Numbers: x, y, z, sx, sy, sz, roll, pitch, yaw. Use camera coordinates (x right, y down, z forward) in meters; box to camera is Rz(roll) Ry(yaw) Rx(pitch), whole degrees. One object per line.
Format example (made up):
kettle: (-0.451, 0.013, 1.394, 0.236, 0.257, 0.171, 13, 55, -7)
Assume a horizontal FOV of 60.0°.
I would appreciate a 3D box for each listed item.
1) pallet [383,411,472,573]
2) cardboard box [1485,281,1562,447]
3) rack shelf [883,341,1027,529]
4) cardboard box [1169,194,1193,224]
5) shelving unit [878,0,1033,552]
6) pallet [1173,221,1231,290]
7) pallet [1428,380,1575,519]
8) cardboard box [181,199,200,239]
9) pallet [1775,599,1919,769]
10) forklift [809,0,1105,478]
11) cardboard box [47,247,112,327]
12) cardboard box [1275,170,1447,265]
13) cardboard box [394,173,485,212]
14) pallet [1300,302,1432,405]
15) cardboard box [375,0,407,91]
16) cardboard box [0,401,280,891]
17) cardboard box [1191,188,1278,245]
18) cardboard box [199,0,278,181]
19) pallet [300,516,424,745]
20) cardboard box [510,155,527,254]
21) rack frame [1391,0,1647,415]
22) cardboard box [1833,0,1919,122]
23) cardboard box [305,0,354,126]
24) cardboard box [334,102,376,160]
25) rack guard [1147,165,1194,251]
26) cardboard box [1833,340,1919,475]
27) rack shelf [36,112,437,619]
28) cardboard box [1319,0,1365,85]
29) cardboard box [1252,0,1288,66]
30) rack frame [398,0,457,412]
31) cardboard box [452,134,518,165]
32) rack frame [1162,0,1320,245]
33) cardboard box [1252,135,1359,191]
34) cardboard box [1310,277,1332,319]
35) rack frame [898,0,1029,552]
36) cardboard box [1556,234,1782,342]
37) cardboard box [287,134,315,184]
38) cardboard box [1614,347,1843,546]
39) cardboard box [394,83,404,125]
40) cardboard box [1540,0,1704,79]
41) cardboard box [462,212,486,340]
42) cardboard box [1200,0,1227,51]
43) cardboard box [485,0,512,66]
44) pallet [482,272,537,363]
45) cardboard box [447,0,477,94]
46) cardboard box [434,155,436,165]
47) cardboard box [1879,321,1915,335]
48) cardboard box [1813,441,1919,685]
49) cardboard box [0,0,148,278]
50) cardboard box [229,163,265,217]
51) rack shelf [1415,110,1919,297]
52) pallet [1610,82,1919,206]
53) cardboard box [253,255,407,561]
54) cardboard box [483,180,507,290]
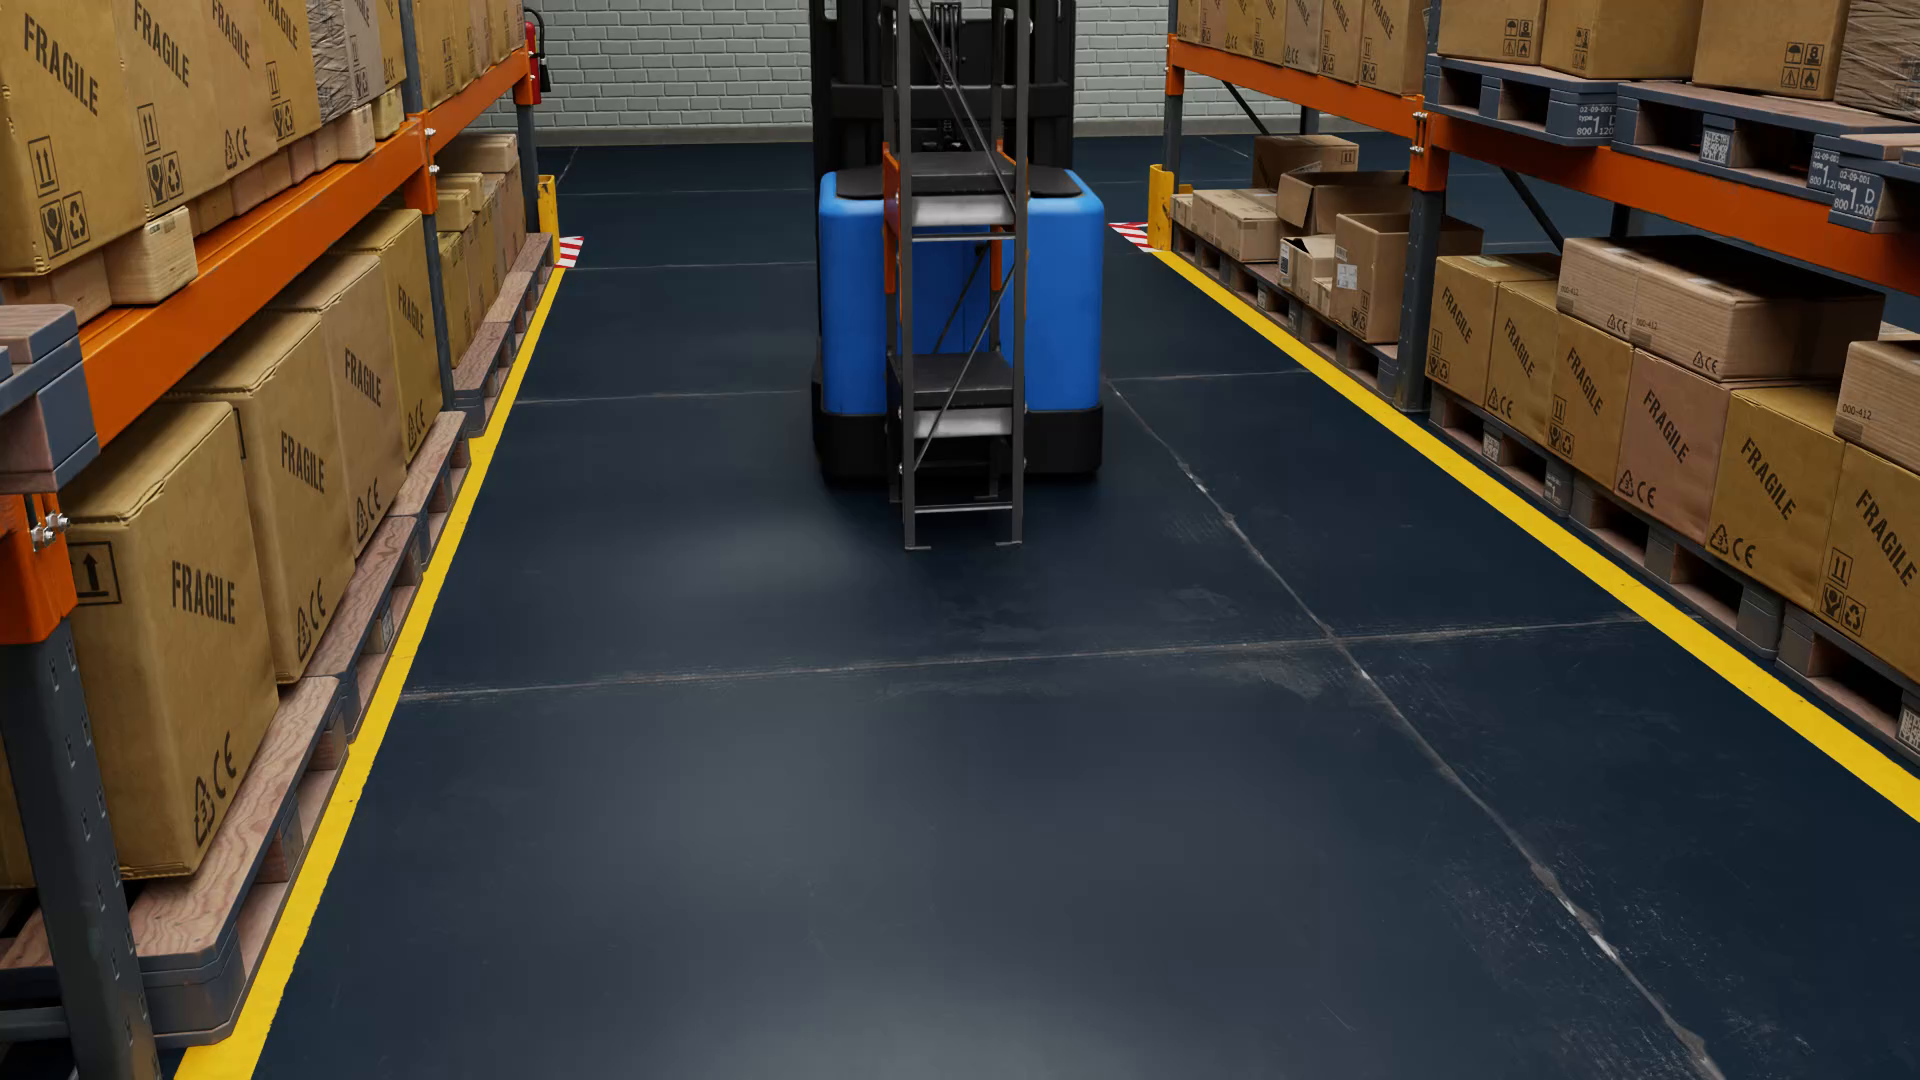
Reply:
pallet: (-2.324, -0.171, 5.871, 1.003, 0.211, 1.213, -3, 21, -8)
cardboard box: (2.308, -0.663, 6.147, 0.500, 0.500, 0.500, -3, 21, -7)
rack shelf: (-0.024, -0.372, 5.752, 0.431, 0.518, 0.480, -3, 21, -8)
cardboard box: (1.536, -2.085, 10.456, 0.380, 0.149, 0.250, -3, 21, -8)
shelving unit: (-0.024, -1.041, 5.502, 0.431, 2.100, 0.503, -3, 21, -8)
pallet: (1.942, -1.767, 10.147, 1.003, 0.211, 1.213, -3, 21, -8)
pallet: (2.547, -0.405, 6.500, 1.003, 0.211, 1.213, -3, 21, -8)
cardboard box: (-1.938, -0.727, 3.706, 0.380, 0.149, 0.250, -2, 21, -7)
pallet: (2.898, 0.440, 4.238, 1.003, 0.211, 1.213, -3, 21, -8)
forklift: (-0.089, -2.073, 7.077, 1.130, 2.935, 3.031, -1, 21, -4)
cardboard box: (-1.779, -0.460, 2.992, 0.380, 0.149, 0.250, -3, 21, -7)
cardboard box: (2.116, -1.678, 8.861, 0.797, 0.503, 0.637, -3, 21, -8)
cardboard box: (-2.460, -1.642, 7.872, 0.380, 0.149, 0.250, -4, 21, -9)
pallet: (2.294, -0.923, 7.885, 1.003, 0.211, 1.213, -3, 21, -8)
cardboard box: (-2.194, -1.789, 5.621, 0.500, 0.500, 0.500, -3, 21, -9)
cardboard box: (-1.909, 0.194, 3.382, 0.750, 0.750, 0.750, -3, 21, -8)
cardboard box: (1.685, -1.919, 9.867, 0.500, 0.250, 0.500, -3, 21, -8)
cardboard box: (-1.886, -1.086, 3.739, 0.500, 0.500, 0.500, -3, 21, -8)
pallet: (-2.145, 0.253, 4.738, 1.003, 0.211, 1.213, -3, 21, -8)
cardboard box: (-2.886, -1.914, 9.525, 0.700, 0.500, 0.500, -3, 21, -8)
rack frame: (2.392, -1.991, 6.761, 1.000, 3.000, 0.127, -3, 21, -8)
cardboard box: (2.823, -1.389, 4.404, 0.700, 0.500, 0.500, 1, 20, 2)
cardboard box: (-2.046, -1.438, 4.683, 0.500, 0.500, 0.500, -3, 21, -8)
cardboard box: (-2.032, -1.262, 5.140, 0.380, 0.149, 0.250, -3, 21, -8)
rack guard: (1.826, -2.179, 10.836, 1.175, 0.500, 0.348, -3, 21, -8)
cardboard box: (2.589, -0.324, 4.169, 0.500, 0.250, 0.500, -2, 21, -6)
rack shelf: (-2.221, -0.711, 4.360, 1.077, 0.370, 4.000, -3, 21, -8)
cardboard box: (1.990, -2.377, 7.650, 0.500, 0.500, 0.500, -2, 21, -6)
cardboard box: (1.838, -2.731, 8.597, 0.500, 0.500, 0.500, -3, 21, -7)
rack frame: (-2.509, -1.740, 6.088, 1.000, 3.000, 0.127, -3, 21, -8)
cardboard box: (-2.687, -2.182, 9.317, 0.380, 0.149, 0.250, -3, 21, -8)
rack frame: (1.815, -3.376, 10.469, 1.000, 3.000, 0.127, -3, 21, -8)
cardboard box: (2.137, -2.236, 10.358, 0.500, 0.500, 0.500, -3, 21, -8)
cardboard box: (1.916, -1.172, 8.012, 0.380, 0.149, 0.250, -3, 21, -8)
rack frame: (0.011, -0.956, 5.276, 0.400, 2.100, 0.015, -3, 21, -8)
cardboard box: (2.365, -0.852, 5.581, 0.500, 0.250, 0.500, -3, 21, -8)
cardboard box: (-2.041, -1.087, 4.670, 0.380, 0.149, 0.250, -3, 21, -9)
cardboard box: (2.445, -0.314, 5.214, 0.500, 0.500, 0.500, -4, 21, -10)
cardboard box: (-2.181, -1.529, 5.854, 0.380, 0.149, 0.250, -3, 21, -7)
cardboard box: (2.401, -1.825, 5.571, 0.700, 0.500, 0.500, 0, 20, 1)
cardboard box: (-2.585, -1.204, 7.625, 0.700, 0.500, 0.500, -3, 21, -8)
cardboard box: (1.698, -3.078, 9.527, 0.500, 0.500, 0.500, -3, 21, -8)
cardboard box: (-2.887, -2.838, 8.599, 0.980, 0.700, 0.700, -3, 21, -8)
pallet: (-2.721, -1.124, 8.425, 1.003, 0.211, 1.213, -3, 21, -8)
cardboard box: (-2.671, -2.322, 7.218, 0.980, 0.700, 0.700, -3, 21, -9)
cardboard box: (-3.028, -2.075, 9.031, 0.380, 0.149, 0.250, -3, 21, -8)
cardboard box: (2.881, -0.525, 5.778, 0.500, 0.500, 0.500, -3, 21, -7)
cardboard box: (2.601, 0.047, 4.248, 0.500, 0.500, 0.500, -2, 21, -6)
cardboard box: (-1.750, -0.732, 2.792, 0.500, 0.500, 0.500, -2, 21, -6)
cardboard box: (-1.983, -0.903, 4.178, 0.380, 0.149, 0.250, -3, 21, -7)
rack shelf: (2.680, -0.962, 5.032, 1.077, 0.370, 4.000, -3, 21, -8)
pallet: (2.684, -1.190, 4.888, 1.003, 0.211, 1.213, -3, 21, -8)
cardboard box: (-2.156, -0.404, 4.982, 0.750, 0.750, 0.750, -2, 21, -6)
cardboard box: (-2.741, -1.566, 8.595, 0.700, 0.500, 0.500, -4, 21, -10)
